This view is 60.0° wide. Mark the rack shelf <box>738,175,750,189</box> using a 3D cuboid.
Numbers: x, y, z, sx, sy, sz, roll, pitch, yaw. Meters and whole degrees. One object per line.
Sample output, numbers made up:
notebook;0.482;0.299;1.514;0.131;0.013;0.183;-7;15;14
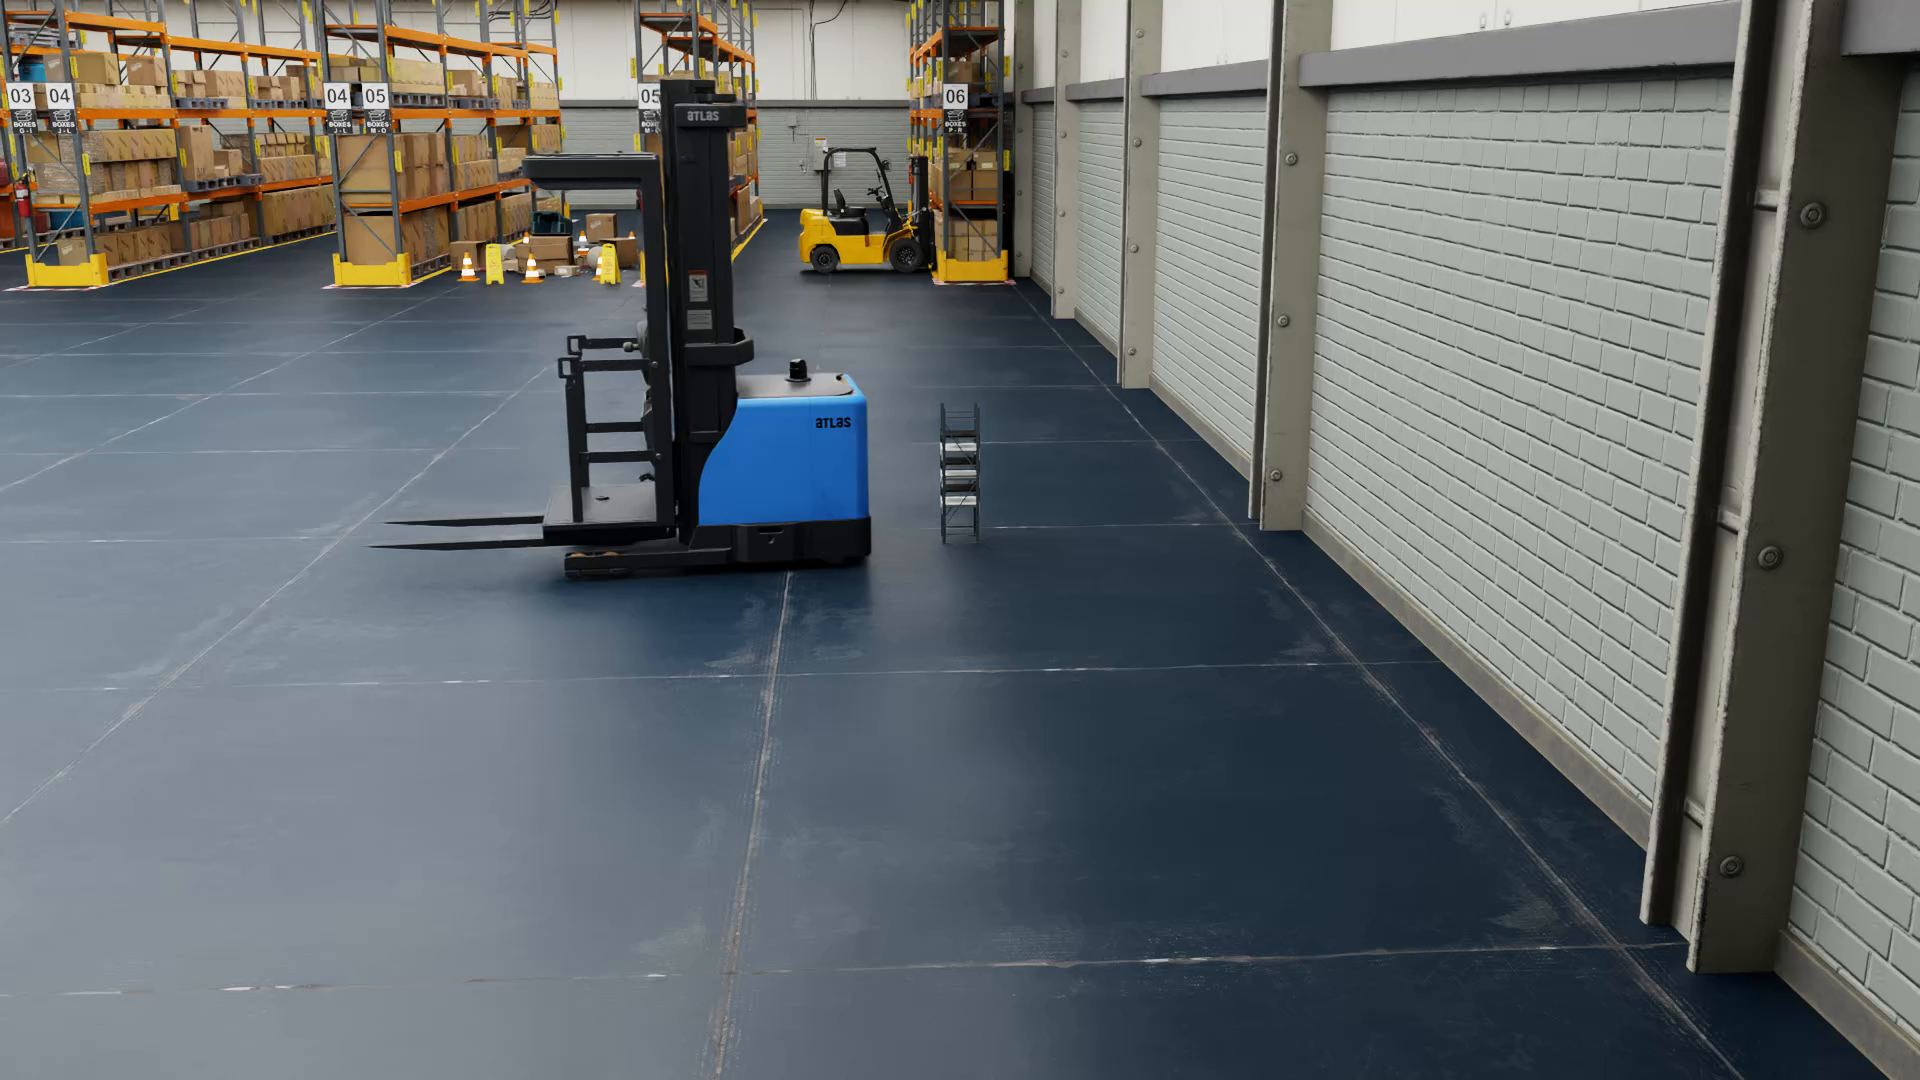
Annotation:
rack shelf;-5.359;-7.919;37.230;1.077;0.370;4.000;-1;14;-3

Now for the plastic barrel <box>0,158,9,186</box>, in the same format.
plastic barrel;-19.738;-7.496;33.868;0.600;0.536;0.708;-1;14;-3

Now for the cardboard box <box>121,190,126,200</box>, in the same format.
cardboard box;-14.494;-5.891;28.408;0.380;0.149;0.250;-1;14;-3

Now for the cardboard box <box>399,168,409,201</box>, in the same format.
cardboard box;-9.797;-5.980;27.947;0.875;0.550;0.550;-1;14;-3

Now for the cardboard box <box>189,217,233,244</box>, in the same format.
cardboard box;-14.975;-6.175;33.140;0.700;0.500;0.500;0;14;1

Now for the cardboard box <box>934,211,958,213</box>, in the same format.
cardboard box;-0.295;-5.957;30.826;0.500;0.250;0.500;-1;14;-3

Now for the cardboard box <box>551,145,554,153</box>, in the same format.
cardboard box;-10.312;-9.489;41.089;0.500;0.500;0.500;-1;14;-3

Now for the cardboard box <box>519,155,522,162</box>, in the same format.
cardboard box;-10.165;-8.666;37.753;0.380;0.149;0.250;0;14;-1

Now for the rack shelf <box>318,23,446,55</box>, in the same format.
rack shelf;-9.797;-8.540;28.405;1.077;0.370;4.000;-1;14;-3

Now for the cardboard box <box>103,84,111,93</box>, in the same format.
cardboard box;-14.431;-7.529;27.751;0.380;0.149;0.250;-1;14;-4

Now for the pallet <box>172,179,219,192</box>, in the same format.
pallet;-14.780;-6.722;31.517;1.003;0.211;1.213;-1;14;-3

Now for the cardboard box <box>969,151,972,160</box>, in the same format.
cardboard box;0.353;-6.710;28.985;0.380;0.149;0.250;0;14;-2

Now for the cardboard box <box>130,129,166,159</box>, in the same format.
cardboard box;-14.543;-7.067;29.670;0.500;0.500;0.500;-1;14;-3

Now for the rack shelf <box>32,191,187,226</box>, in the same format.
rack shelf;-14.754;-5.777;28.902;1.077;0.370;4.000;-1;14;-3

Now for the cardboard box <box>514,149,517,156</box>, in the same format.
cardboard box;-10.137;-8.679;37.206;0.380;0.149;0.250;-1;14;-5

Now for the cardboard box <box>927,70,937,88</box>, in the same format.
cardboard box;-0.416;-9.164;33.359;0.500;0.500;0.500;-1;14;-2

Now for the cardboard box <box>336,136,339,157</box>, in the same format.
cardboard box;-15.208;-9.422;39.824;0.500;0.500;0.500;-1;14;-5

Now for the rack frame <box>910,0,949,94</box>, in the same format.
rack frame;-0.776;-12.743;42.494;1.000;3.000;0.127;-1;14;-3

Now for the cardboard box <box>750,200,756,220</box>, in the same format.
cardboard box;-5.470;-8.108;40.819;0.875;0.438;0.875;-1;14;-5

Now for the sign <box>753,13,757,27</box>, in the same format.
sign;-5.188;-13.161;42.085;0.100;0.325;0.005;-1;14;-3

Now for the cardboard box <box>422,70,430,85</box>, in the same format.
cardboard box;-9.574;-8.081;29.056;0.500;0.250;0.500;-1;14;-4

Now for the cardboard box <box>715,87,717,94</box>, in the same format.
cardboard box;-4.659;-8.068;30.049;0.500;0.250;0.500;-1;14;-4

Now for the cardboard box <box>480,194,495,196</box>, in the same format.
cardboard box;-10.572;-7.572;37.106;0.500;0.250;0.500;0;14;-1

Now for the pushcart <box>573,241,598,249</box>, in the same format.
pushcart;-7.259;-5.458;31.482;1.648;0.377;0.936;-6;16;-23

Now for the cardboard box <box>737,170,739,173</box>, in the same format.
cardboard box;-5.014;-7.823;35.714;0.500;0.250;0.500;-1;14;-4

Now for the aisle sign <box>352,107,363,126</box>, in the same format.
aisle sign;-15.326;-10.889;42.109;0.394;0.787;0.004;-1;14;-3

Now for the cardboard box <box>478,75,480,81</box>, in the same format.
cardboard box;-10.554;-9.957;35.948;0.396;0.266;0.258;-1;14;-3

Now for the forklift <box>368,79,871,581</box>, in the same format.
forklift;-2.122;-1.314;10.250;3.031;2.935;1.130;-2;15;-10

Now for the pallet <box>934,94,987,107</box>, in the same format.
pallet;0.046;-8.051;30.456;1.003;0.211;1.213;-1;14;-3

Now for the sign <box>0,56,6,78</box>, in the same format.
sign;-15.185;-7.506;26.381;0.100;0.325;0.005;-1;14;-3

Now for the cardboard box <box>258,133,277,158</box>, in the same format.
cardboard box;-15.192;-8.496;35.813;0.797;0.503;0.637;-1;14;-2

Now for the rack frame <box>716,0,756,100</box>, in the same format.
rack frame;-5.730;-12.665;42.192;1.000;3.000;0.127;-1;14;-3

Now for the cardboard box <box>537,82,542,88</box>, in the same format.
cardboard box;-10.227;-10.883;39.781;0.380;0.149;0.250;0;14;-1

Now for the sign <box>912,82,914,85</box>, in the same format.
sign;-1.070;-10.535;38.897;0.100;0.325;0.005;-1;14;-3

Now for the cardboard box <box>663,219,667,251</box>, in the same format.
cardboard box;-5.049;-5.211;28.430;0.500;0.500;0.500;-1;14;-3

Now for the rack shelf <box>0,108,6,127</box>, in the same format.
rack shelf;-19.945;-8.148;32.098;1.077;0.370;4.000;-1;14;-3

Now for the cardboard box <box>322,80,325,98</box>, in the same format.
cardboard box;-15.401;-10.825;39.814;0.700;0.500;0.500;0;14;-1

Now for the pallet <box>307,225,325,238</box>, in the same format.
pallet;-15.250;-7.071;38.085;1.003;0.211;1.213;-1;14;-3

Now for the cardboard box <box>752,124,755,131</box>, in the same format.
cardboard box;-5.369;-10.395;41.899;0.380;0.149;0.250;-1;14;-4

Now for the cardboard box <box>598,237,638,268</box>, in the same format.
cardboard box;-6.279;-5.279;30.534;0.500;0.500;0.500;10;18;35

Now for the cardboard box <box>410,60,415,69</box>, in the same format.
cardboard box;-9.454;-8.052;28.143;0.380;0.149;0.250;-1;14;-4

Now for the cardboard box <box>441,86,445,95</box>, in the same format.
cardboard box;-9.579;-8.171;30.206;0.380;0.149;0.250;-1;14;-4

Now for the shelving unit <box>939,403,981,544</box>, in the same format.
shelving unit;-0.001;-0.438;10.922;0.258;0.900;0.210;-1;14;-3

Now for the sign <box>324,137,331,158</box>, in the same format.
sign;-10.216;-6.350;26.886;0.100;0.325;0.005;-1;14;-3

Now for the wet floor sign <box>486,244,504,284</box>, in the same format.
wet floor sign;-7.695;-4.562;27.464;0.267;0.644;0.232;-3;15;-13

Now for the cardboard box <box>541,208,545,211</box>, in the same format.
cardboard box;-10.284;-7.983;40.315;0.380;0.149;0.250;0;14;-1

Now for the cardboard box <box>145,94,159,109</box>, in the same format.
cardboard box;-14.567;-7.763;29.460;0.500;0.250;0.500;-1;14;-2

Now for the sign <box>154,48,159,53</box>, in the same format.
sign;-20.017;-12.292;41.389;0.100;0.325;0.005;-1;14;-3

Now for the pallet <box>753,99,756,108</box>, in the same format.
pallet;-5.674;-10.985;41.860;1.003;0.211;1.213;-1;14;-3

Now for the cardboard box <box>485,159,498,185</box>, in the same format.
cardboard box;-9.873;-7.609;34.380;0.500;0.500;0.500;-1;14;-3

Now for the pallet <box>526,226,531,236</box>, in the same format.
pallet;-10.367;-7.120;38.274;1.003;0.211;1.213;-1;14;-3

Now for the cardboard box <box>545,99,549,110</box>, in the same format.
cardboard box;-10.264;-10.547;40.280;0.500;0.250;0.500;0;14;-1
